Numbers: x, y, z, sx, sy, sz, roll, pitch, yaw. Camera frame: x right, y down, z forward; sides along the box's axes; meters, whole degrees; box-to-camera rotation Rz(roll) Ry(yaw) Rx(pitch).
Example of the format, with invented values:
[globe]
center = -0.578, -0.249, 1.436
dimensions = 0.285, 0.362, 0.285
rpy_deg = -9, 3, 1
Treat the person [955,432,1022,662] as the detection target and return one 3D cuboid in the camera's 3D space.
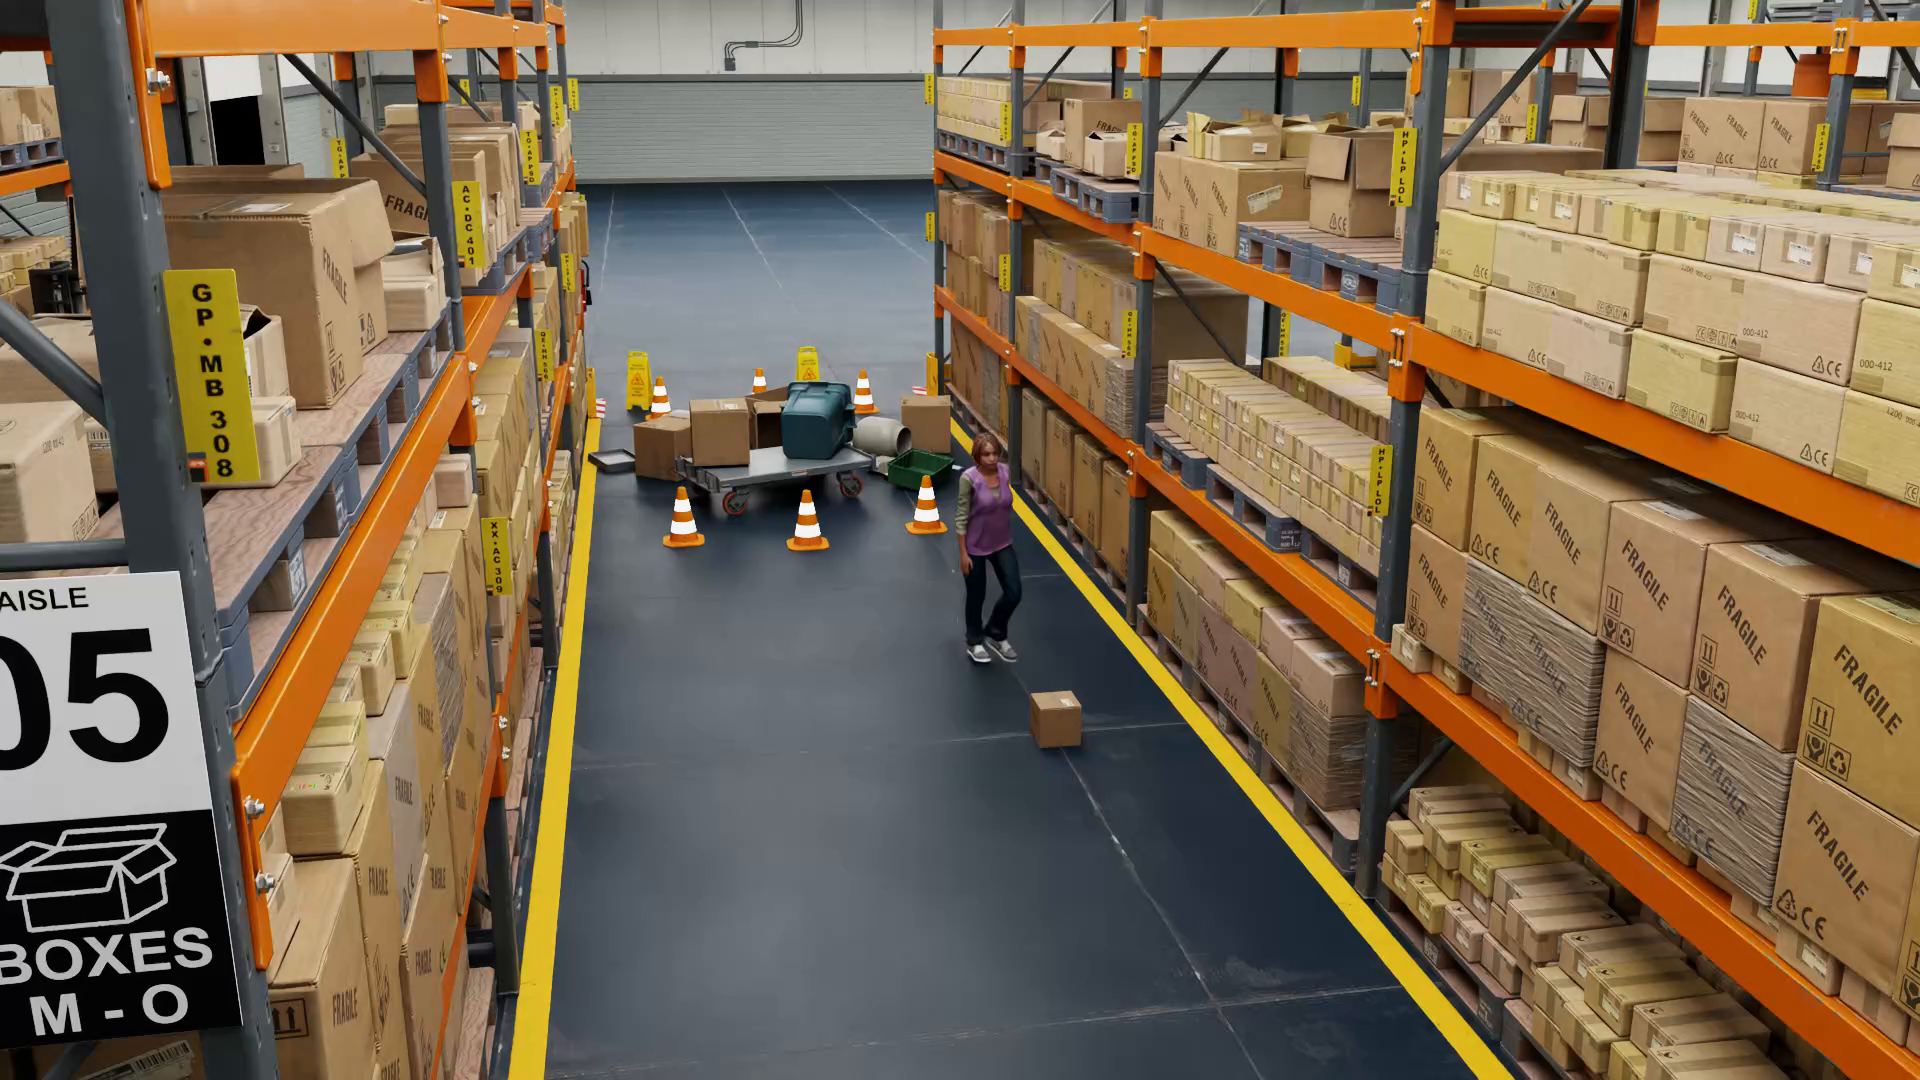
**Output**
[person]
center = 0.149, 0.055, 10.807
dimensions = 0.433, 1.582, 0.475
rpy_deg = -8, 18, -24
